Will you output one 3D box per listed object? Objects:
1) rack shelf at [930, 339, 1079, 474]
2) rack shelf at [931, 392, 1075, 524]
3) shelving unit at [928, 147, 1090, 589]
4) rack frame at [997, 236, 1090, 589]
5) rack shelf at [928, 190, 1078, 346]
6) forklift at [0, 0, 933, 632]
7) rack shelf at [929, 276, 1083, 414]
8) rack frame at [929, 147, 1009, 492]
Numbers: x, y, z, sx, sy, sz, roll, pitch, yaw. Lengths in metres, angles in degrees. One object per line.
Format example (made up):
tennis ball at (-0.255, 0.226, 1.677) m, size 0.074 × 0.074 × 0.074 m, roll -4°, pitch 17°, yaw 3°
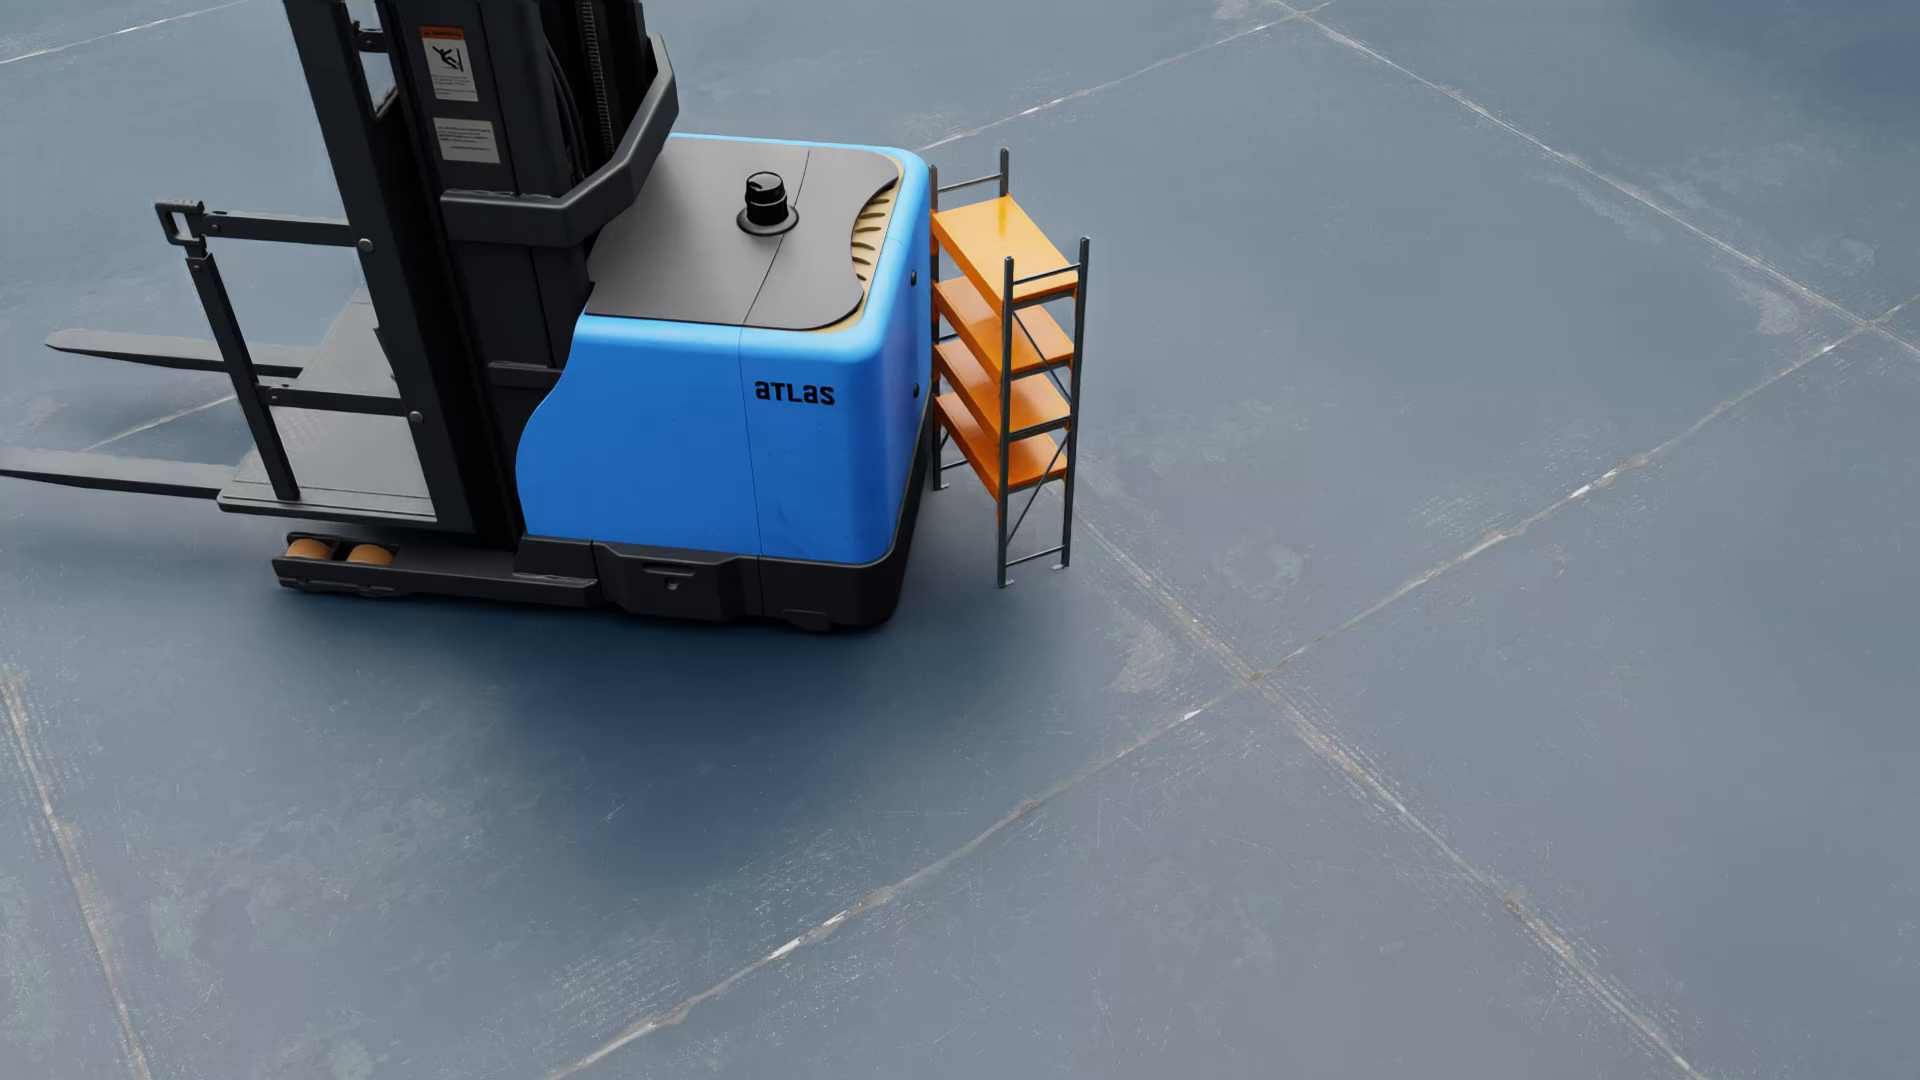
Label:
rack shelf at (0.126, -0.428, 4.926) m, size 0.258 × 0.148 × 0.480 m, roll -17°, pitch 46°, yaw -17°
rack shelf at (0.126, -0.284, 5.063) m, size 0.258 × 0.148 × 0.480 m, roll -17°, pitch 46°, yaw -17°
shelving unit at (0.126, -0.476, 4.880) m, size 0.258 × 1.200 × 0.503 m, roll -17°, pitch 46°, yaw -17°
rack frame at (0.226, -0.323, 4.719) m, size 0.240 × 1.200 × 0.015 m, roll -17°, pitch 46°, yaw -17°
rack shelf at (0.126, -0.760, 4.609) m, size 0.258 × 0.148 × 0.480 m, roll -17°, pitch 46°, yaw -17°
forklift at (-1.635, -1.241, 4.428) m, size 3.031 × 2.935 × 1.130 m, roll 5°, pitch 44°, yaw 5°
rack shelf at (0.126, -0.589, 4.772) m, size 0.258 × 0.148 × 0.480 m, roll -17°, pitch 46°, yaw -17°
rack frame at (0.025, -0.630, 5.041) m, size 0.240 × 1.200 × 0.015 m, roll -17°, pitch 46°, yaw -17°
